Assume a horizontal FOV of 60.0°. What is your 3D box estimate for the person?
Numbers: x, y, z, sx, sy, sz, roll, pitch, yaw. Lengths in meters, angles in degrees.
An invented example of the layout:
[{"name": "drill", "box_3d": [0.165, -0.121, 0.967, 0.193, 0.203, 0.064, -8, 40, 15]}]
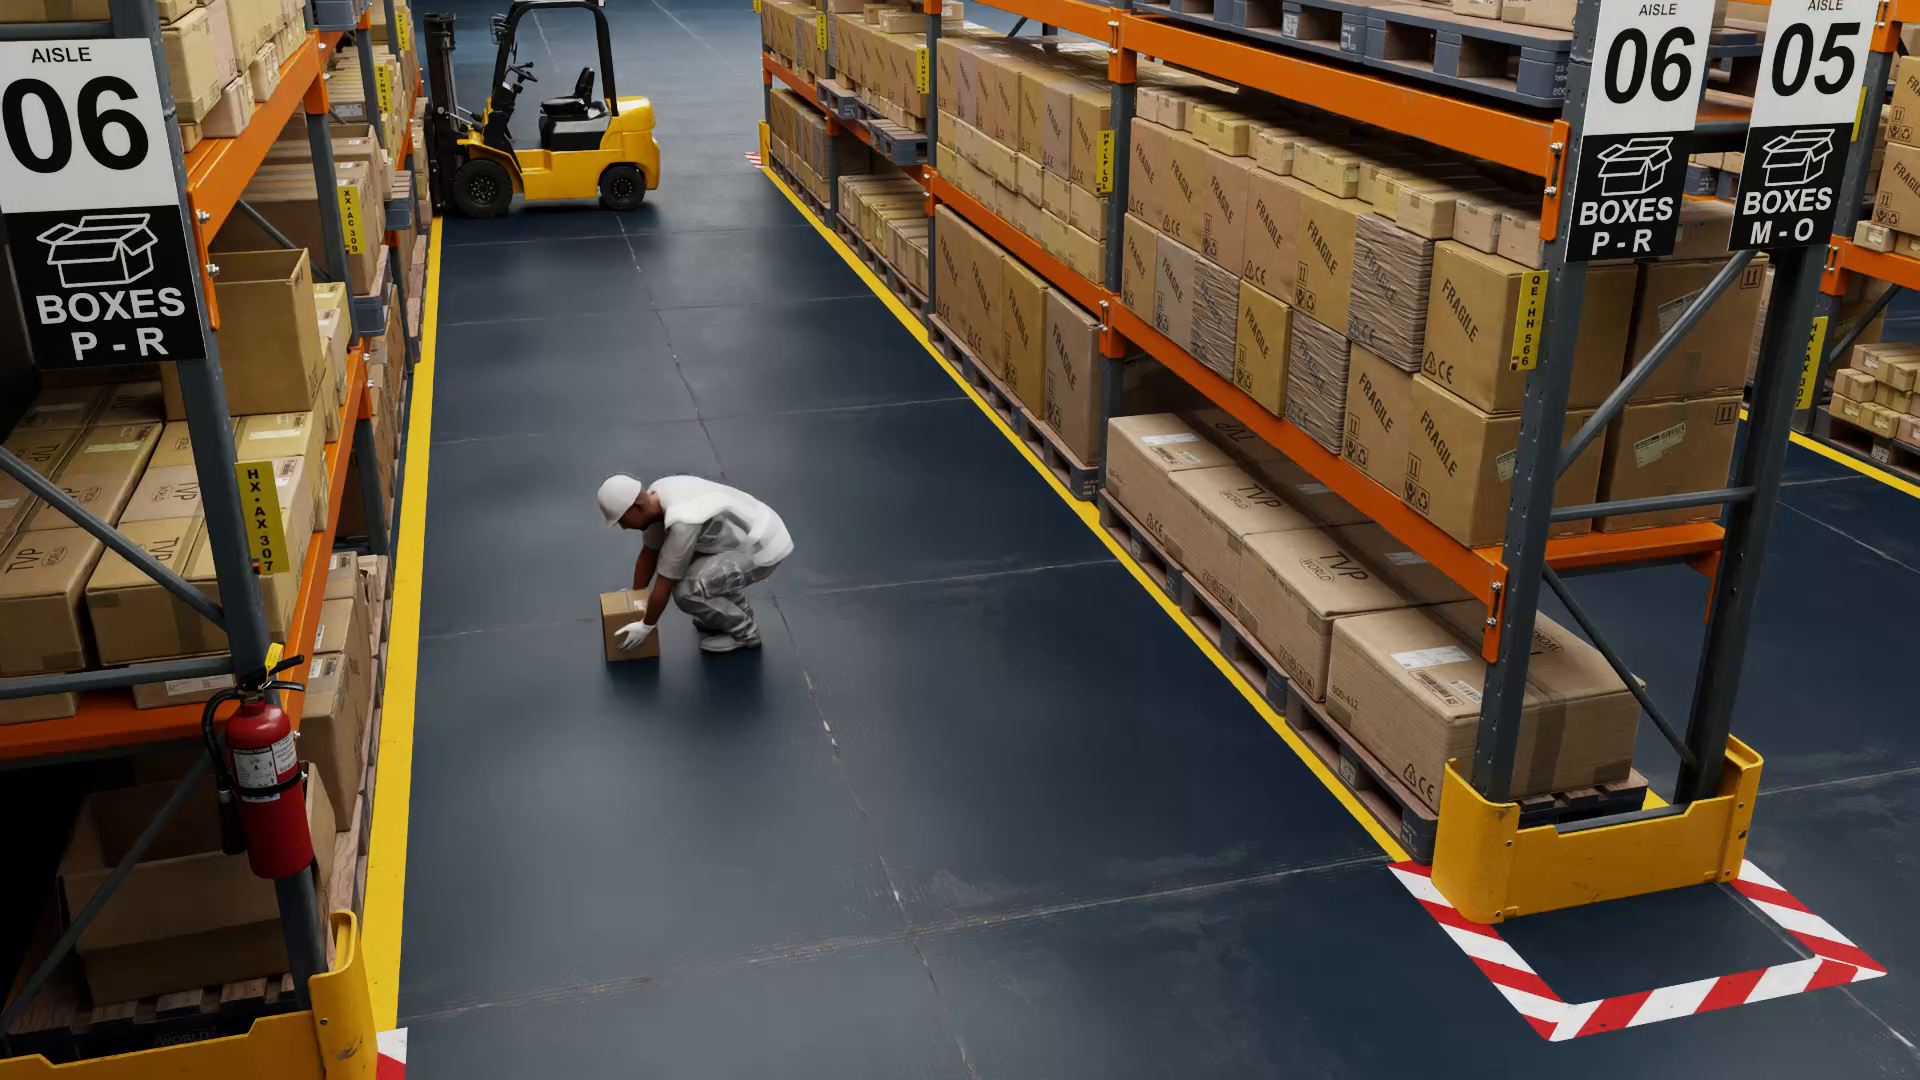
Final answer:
[{"name": "person", "box_3d": [-1.260, 0.078, 8.006, 0.908, 0.922, 0.577, -6, 24, -14]}]
